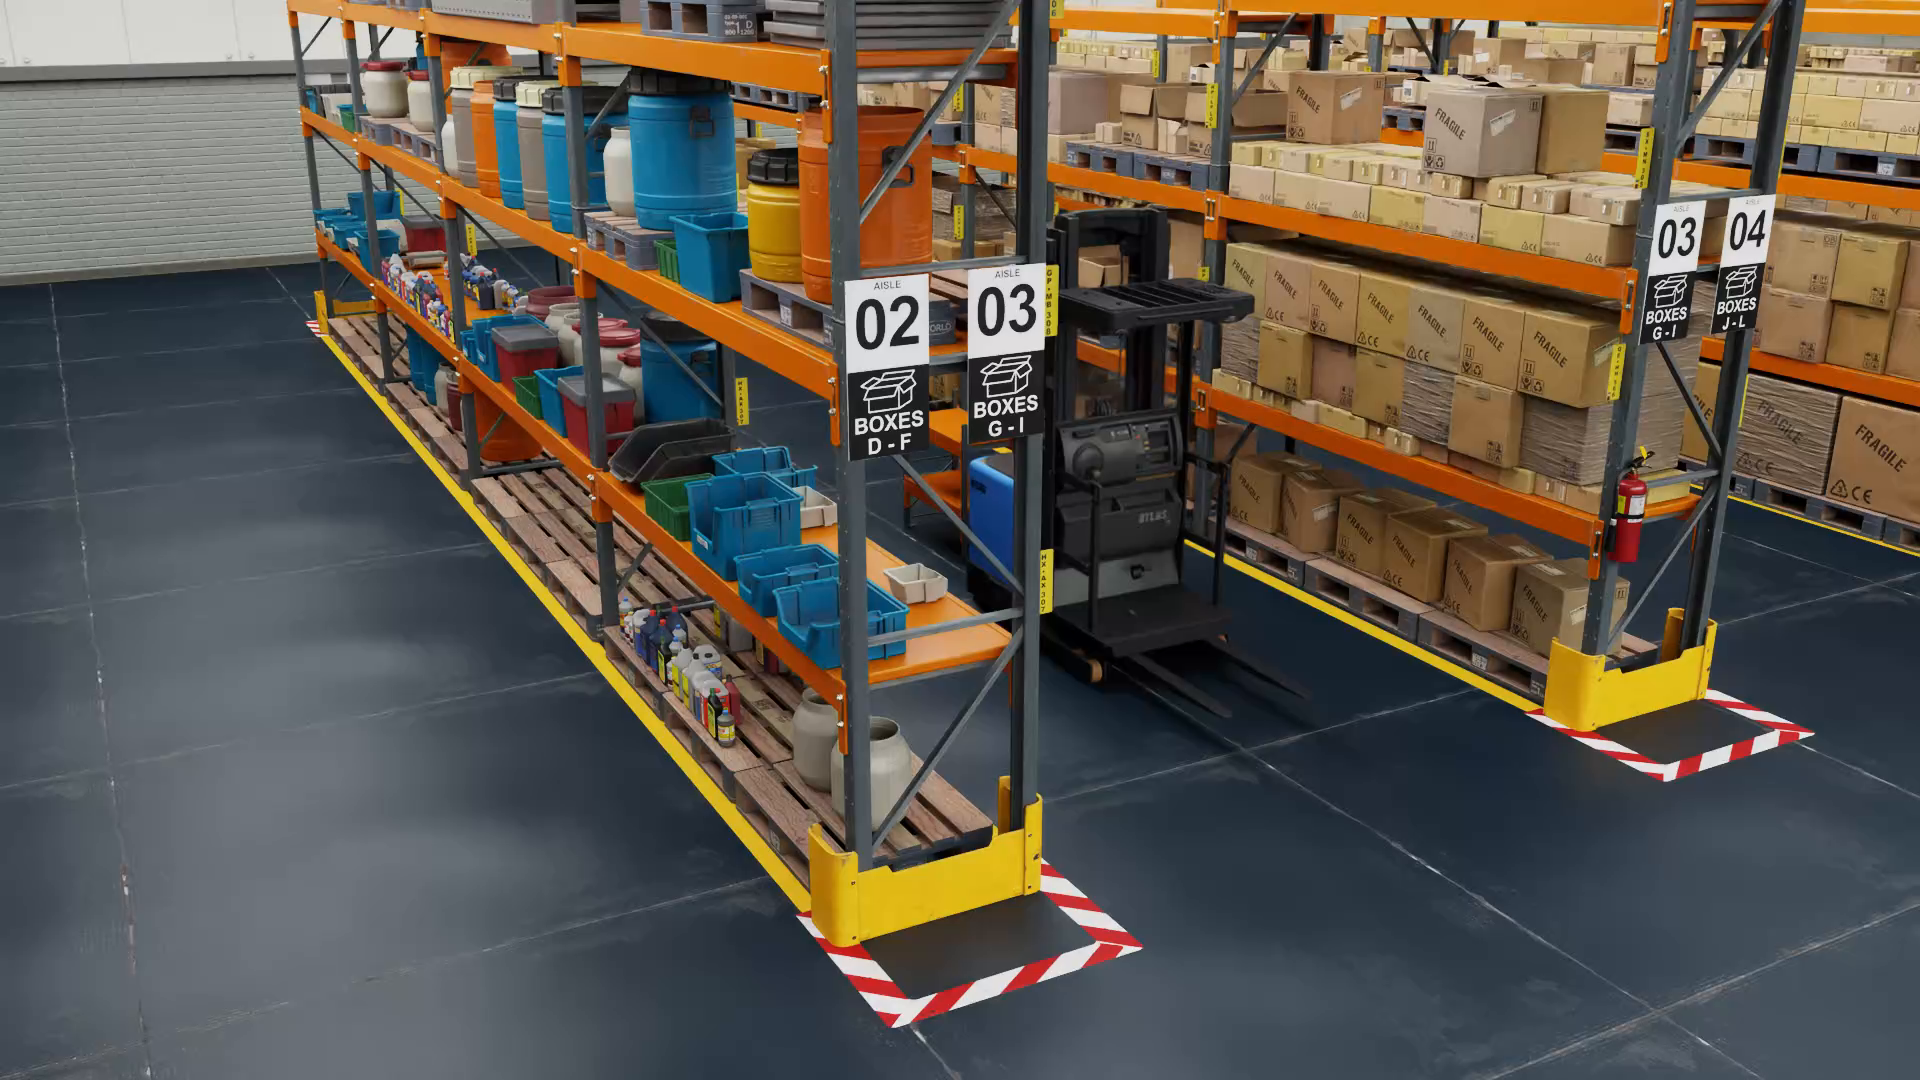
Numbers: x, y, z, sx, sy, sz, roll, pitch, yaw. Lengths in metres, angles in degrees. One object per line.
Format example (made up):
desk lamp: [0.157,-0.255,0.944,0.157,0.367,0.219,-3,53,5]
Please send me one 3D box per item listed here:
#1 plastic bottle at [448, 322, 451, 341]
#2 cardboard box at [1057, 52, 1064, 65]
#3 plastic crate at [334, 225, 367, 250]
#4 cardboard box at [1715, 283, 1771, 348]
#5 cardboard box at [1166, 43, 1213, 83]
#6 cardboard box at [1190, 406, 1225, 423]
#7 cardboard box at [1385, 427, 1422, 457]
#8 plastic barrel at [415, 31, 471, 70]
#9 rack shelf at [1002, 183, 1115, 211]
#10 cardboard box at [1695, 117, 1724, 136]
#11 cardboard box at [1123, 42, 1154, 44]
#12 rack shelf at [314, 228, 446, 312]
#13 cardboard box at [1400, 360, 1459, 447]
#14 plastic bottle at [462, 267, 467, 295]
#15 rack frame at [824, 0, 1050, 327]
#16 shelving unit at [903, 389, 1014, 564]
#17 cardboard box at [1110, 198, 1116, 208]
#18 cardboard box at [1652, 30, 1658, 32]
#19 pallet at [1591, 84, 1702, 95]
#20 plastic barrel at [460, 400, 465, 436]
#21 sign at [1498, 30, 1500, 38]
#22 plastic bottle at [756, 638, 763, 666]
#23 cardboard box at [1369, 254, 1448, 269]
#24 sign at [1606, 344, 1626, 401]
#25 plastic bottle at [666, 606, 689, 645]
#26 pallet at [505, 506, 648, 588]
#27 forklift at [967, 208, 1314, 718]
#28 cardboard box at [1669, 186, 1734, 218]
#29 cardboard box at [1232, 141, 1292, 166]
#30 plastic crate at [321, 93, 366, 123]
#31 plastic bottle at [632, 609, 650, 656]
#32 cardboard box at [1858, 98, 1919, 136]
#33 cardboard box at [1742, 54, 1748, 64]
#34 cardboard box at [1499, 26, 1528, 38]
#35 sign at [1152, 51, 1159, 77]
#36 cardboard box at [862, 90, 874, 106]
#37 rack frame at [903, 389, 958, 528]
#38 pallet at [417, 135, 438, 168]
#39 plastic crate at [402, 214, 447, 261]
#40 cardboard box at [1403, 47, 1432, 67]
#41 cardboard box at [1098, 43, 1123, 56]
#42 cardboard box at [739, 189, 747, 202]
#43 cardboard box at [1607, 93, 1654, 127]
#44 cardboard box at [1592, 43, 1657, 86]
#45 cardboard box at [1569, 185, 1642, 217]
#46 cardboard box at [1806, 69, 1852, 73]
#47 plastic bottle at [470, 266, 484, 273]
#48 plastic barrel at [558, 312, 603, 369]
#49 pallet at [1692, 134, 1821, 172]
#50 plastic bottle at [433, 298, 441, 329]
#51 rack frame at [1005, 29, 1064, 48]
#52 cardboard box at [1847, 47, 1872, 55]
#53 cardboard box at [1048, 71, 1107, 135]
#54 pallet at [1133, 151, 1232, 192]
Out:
plastic bottle: [-4.488,-1.871,14.759,0.097,0.201,0.097,0,19,0]
cardboard box: [1.549,-6.802,23.611,0.500,0.250,0.500,-10,21,-26]
plastic crate: [-7.085,-3.539,19.452,0.416,0.233,0.300,-10,21,-27]
cardboard box: [7.256,-2.049,14.742,0.875,0.550,0.550,-10,21,-27]
cardboard box: [3.074,-6.071,21.232,0.700,0.500,0.500,-10,21,-27]
cardboard box: [1.894,-0.843,14.635,0.700,0.500,0.500,-10,21,-27]
cardboard box: [3.154,-0.695,11.432,0.380,0.149,0.250,-10,21,-27]
plastic barrel: [-4.836,-4.414,15.814,0.600,0.901,0.708,-10,21,-27]
rack shelf: [2.041,-4.768,23.952,1.077,0.370,4.000,-10,21,-27]
cardboard box: [6.663,-3.625,14.527,0.380,0.149,0.250,-10,22,-28]
cardboard box: [2.484,-6.811,23.025,0.380,0.149,0.250,-9,21,-24]
rack shelf: [-6.731,-3.261,19.586,1.077,0.370,4.000,-10,21,-27]
cardboard box: [3.497,-0.975,11.248,0.875,0.500,0.500,-10,21,-27]
plastic bottle: [-4.998,-2.629,16.849,0.097,0.271,0.097,0,19,0]
rack frame: [-0.083,-2.418,6.844,1.000,3.000,0.127,-10,21,-27]
shelving unit: [-0.003,-0.534,13.454,0.538,1.125,1.048,-10,21,-27]
cardboard box: [2.294,-4.688,23.004,0.380,0.149,0.250,-11,22,-28]
cardboard box: [11.421,-8.156,27.077,0.500,0.250,0.500,-11,22,-28]
pallet: [8.846,-5.686,21.203,1.213,0.211,1.003,-9,21,-24]
plastic barrel: [-4.476,-1.187,15.644,0.421,0.512,0.421,0,19,0]
sign: [7.772,-7.227,24.104,0.100,0.325,0.005,-10,21,-27]
plastic bottle: [-1.256,0.657,10.619,0.061,0.283,0.133,-10,21,-27]
cardboard box: [3.308,-1.785,12.063,0.500,0.500,0.500,-10,21,-27]
sign: [3.778,-0.966,9.573,0.100,0.325,0.005,-10,21,-27]
plastic bottle: [-1.837,0.587,10.717,0.144,0.351,0.185,-10,21,-27]
pallet: [-2.973,0.018,13.257,1.003,0.211,1.213,-10,21,-27]
forklift: [1.176,-0.609,10.903,1.130,2.935,3.031,-10,21,-26]
cardboard box: [4.349,-2.000,9.848,0.380,0.149,0.250,-10,21,-27]
cardboard box: [2.260,-2.892,12.435,0.380,0.149,0.250,-11,22,-28]
plastic crate: [-6.900,-4.853,18.681,0.437,0.282,0.530,-10,21,-27]
plastic bottle: [-2.039,0.597,10.804,0.152,0.276,0.135,-9,21,-25]
cardboard box: [7.497,-3.352,13.126,0.500,0.250,0.500,-10,21,-26]
cardboard box: [11.945,-7.204,24.899,0.380,0.149,0.250,-10,22,-27]
cardboard box: [9.756,-8.805,28.959,0.500,0.250,0.500,-10,22,-27]
sign: [2.517,-6.110,21.347,0.100,0.325,0.005,-10,21,-27]
cardboard box: [-0.847,-4.841,18.206,0.380,0.149,0.250,-11,22,-29]
rack frame: [-0.245,-0.680,13.876,0.500,1.125,0.032,-10,21,-27]
pallet: [-4.159,-3.442,14.699,1.003,0.211,1.213,-10,21,-27]
plastic crate: [-5.985,-3.381,18.640,0.402,0.464,0.583,-10,21,-27]
cardboard box: [6.714,-7.063,24.313,0.396,0.266,0.258,-9,21,-25]
cardboard box: [2.099,-6.651,22.561,0.380,0.149,0.250,-11,22,-29]
cardboard box: [-2.591,-4.391,21.531,0.500,0.250,0.500,-10,22,-28]
cardboard box: [6.313,-4.008,15.482,0.500,0.250,0.500,-10,21,-26]
cardboard box: [8.561,-6.099,21.314,0.700,0.500,0.500,-11,22,-29]
cardboard box: [3.849,-2.009,9.876,0.380,0.149,0.250,-11,22,-28]
cardboard box: [7.482,-3.959,14.272,0.380,0.149,0.250,-10,21,-27]
plastic bottle: [-4.897,-2.656,16.919,0.152,0.276,0.135,-10,21,-27]
plastic barrel: [-3.005,-1.548,13.349,0.421,0.512,0.421,0,19,0]
pallet: [7.169,-3.376,14.355,1.003,0.211,1.213,-10,21,-27]
plastic bottle: [-4.783,-2.082,15.264,0.097,0.271,0.097,0,19,0]
rack frame: [1.091,-8.518,24.520,1.000,3.000,0.127,-10,21,-27]
cardboard box: [12.855,-6.920,23.651,0.380,0.149,0.250,-10,22,-28]
cardboard box: [0.957,-3.883,14.768,0.500,0.500,0.500,-11,22,-28]
pallet: [2.177,-3.021,13.476,1.213,0.211,1.003,-10,21,-27]
